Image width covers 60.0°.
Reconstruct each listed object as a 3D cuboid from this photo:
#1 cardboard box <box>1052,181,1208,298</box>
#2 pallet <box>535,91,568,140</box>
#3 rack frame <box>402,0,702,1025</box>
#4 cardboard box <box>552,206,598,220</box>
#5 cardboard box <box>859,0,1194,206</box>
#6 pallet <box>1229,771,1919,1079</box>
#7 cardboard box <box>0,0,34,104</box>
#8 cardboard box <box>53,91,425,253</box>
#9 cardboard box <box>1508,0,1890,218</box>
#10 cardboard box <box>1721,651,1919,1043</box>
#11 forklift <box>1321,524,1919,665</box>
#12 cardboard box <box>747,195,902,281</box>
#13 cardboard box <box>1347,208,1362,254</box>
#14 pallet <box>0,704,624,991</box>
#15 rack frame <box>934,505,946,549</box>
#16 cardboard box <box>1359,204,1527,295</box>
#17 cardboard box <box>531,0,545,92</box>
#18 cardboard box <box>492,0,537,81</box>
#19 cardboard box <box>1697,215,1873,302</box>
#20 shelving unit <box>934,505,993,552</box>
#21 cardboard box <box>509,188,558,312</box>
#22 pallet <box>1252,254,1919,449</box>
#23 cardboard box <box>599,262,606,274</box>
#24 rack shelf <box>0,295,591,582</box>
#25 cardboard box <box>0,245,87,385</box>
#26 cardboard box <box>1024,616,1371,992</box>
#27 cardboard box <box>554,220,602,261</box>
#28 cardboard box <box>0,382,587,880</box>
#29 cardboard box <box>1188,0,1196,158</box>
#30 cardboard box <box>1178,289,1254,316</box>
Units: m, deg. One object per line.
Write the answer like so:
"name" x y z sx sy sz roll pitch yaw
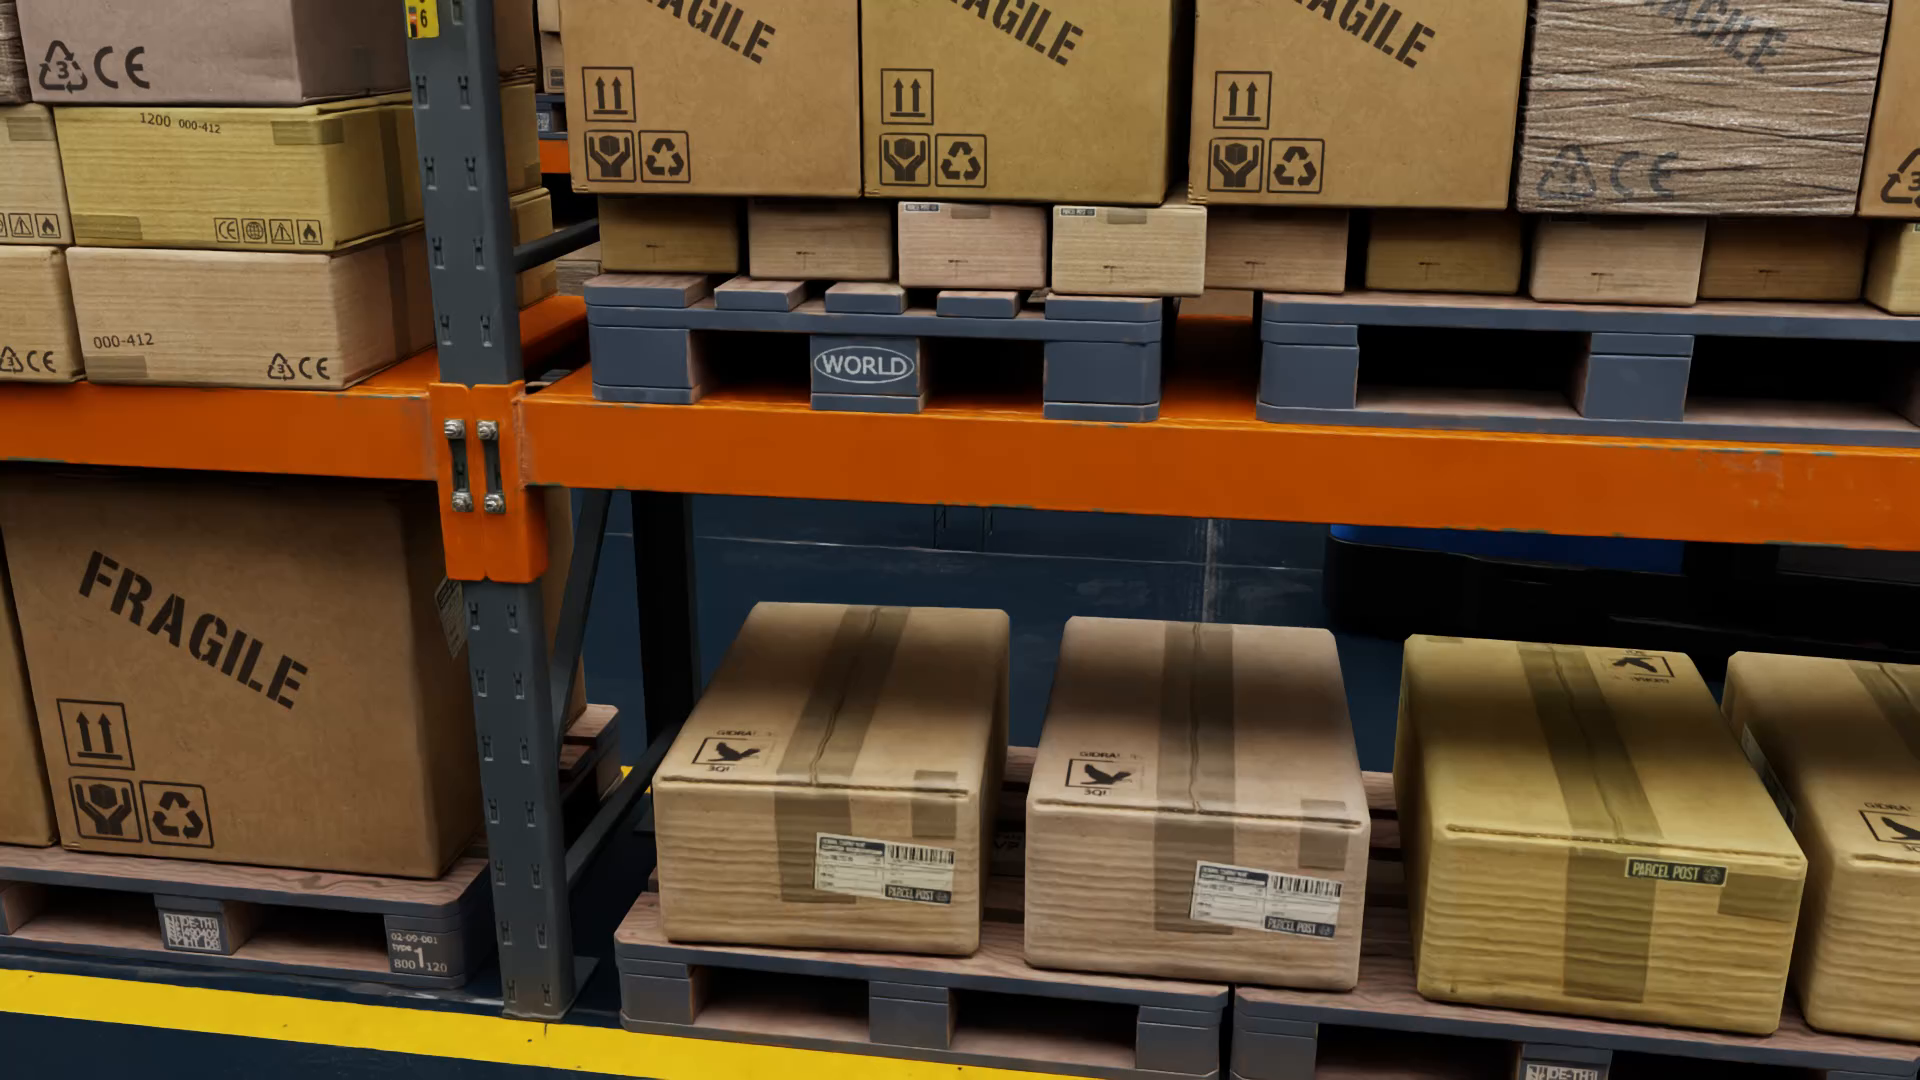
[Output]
"cardboard box" 0.306 -0.532 2.901 0.250 0.149 0.380 3 19 9
"pallet" -1.928 -2.161 8.337 1.213 0.211 1.003 3 19 9
"rack frame" -0.790 -0.600 3.370 0.127 3.000 1.000 3 19 9
"cardboard box" -2.017 -1.676 8.840 0.250 0.149 0.380 2 19 6
"cardboard box" 0.133 -0.869 2.884 0.500 0.500 0.500 4 19 11
"pallet" 1.182 0.824 3.508 1.213 0.211 1.003 3 19 9
"cardboard box" -1.850 -1.089 3.098 0.500 0.500 0.500 3 19 10
"cardboard box" -1.309 -0.711 3.149 0.500 0.250 0.500 3 19 8
"cardboard box" 1.151 -0.816 2.728 0.500 0.500 0.500 2 19 7
"cardboard box" 1.930 0.587 3.300 0.625 0.372 0.950 4 19 12
"forklift" 2.762 -1.098 4.965 3.031 2.935 1.130 6 19 17
"cardboard box" -0.225 -0.581 3.046 0.250 0.149 0.380 2 19 5
"cardboard box" 0.852 -0.671 3.316 0.250 0.149 0.380 3 19 9
"pallet" -1.557 0.659 4.001 1.213 0.211 1.003 3 19 9
"rack frame" -0.076 -0.573 6.124 0.006 1.200 0.240 3 19 9
"cardboard box" 0.842 -0.543 2.932 0.250 0.149 0.380 4 19 11
"cardboard box" -2.228 -2.443 8.059 0.500 0.500 0.700 3 19 8
"cardboard box" -1.238 -1.223 3.498 0.500 0.500 0.500 2 19 7
"cardboard box" 1.358 -0.520 2.863 0.250 0.149 0.380 2 19 7
"shelving unit" 0.014 -0.568 6.111 0.189 1.200 0.258 3 19 9
"cardboard box" -1.234 -0.633 3.703 0.500 0.250 0.500 3 19 8
"pallet" 1.171 -0.423 3.141 1.213 0.211 1.003 3 19 9
"cardboard box" -1.468 -1.177 8.372 0.500 0.500 0.500 4 19 11
"rack shelf" -2.765 -0.360 3.785 4.000 0.370 1.077 3 19 9
"cardboard box" -1.838 -0.494 3.289 0.500 0.250 0.500 3 19 10
"cardboard box" 0.496 0.513 3.522 0.625 0.372 0.950 3 19 8
"cardboard box" -1.839 -1.498 8.308 0.250 0.149 0.380 2 19 6
"cardboard box" -1.459 0.147 3.822 0.875 0.875 0.875 3 19 8
"cardboard box" 0.713 -1.004 3.290 0.500 0.500 0.500 2 19 5
"cardboard box" 1.253 -1.162 8.131 0.625 0.625 0.875 4 19 10
